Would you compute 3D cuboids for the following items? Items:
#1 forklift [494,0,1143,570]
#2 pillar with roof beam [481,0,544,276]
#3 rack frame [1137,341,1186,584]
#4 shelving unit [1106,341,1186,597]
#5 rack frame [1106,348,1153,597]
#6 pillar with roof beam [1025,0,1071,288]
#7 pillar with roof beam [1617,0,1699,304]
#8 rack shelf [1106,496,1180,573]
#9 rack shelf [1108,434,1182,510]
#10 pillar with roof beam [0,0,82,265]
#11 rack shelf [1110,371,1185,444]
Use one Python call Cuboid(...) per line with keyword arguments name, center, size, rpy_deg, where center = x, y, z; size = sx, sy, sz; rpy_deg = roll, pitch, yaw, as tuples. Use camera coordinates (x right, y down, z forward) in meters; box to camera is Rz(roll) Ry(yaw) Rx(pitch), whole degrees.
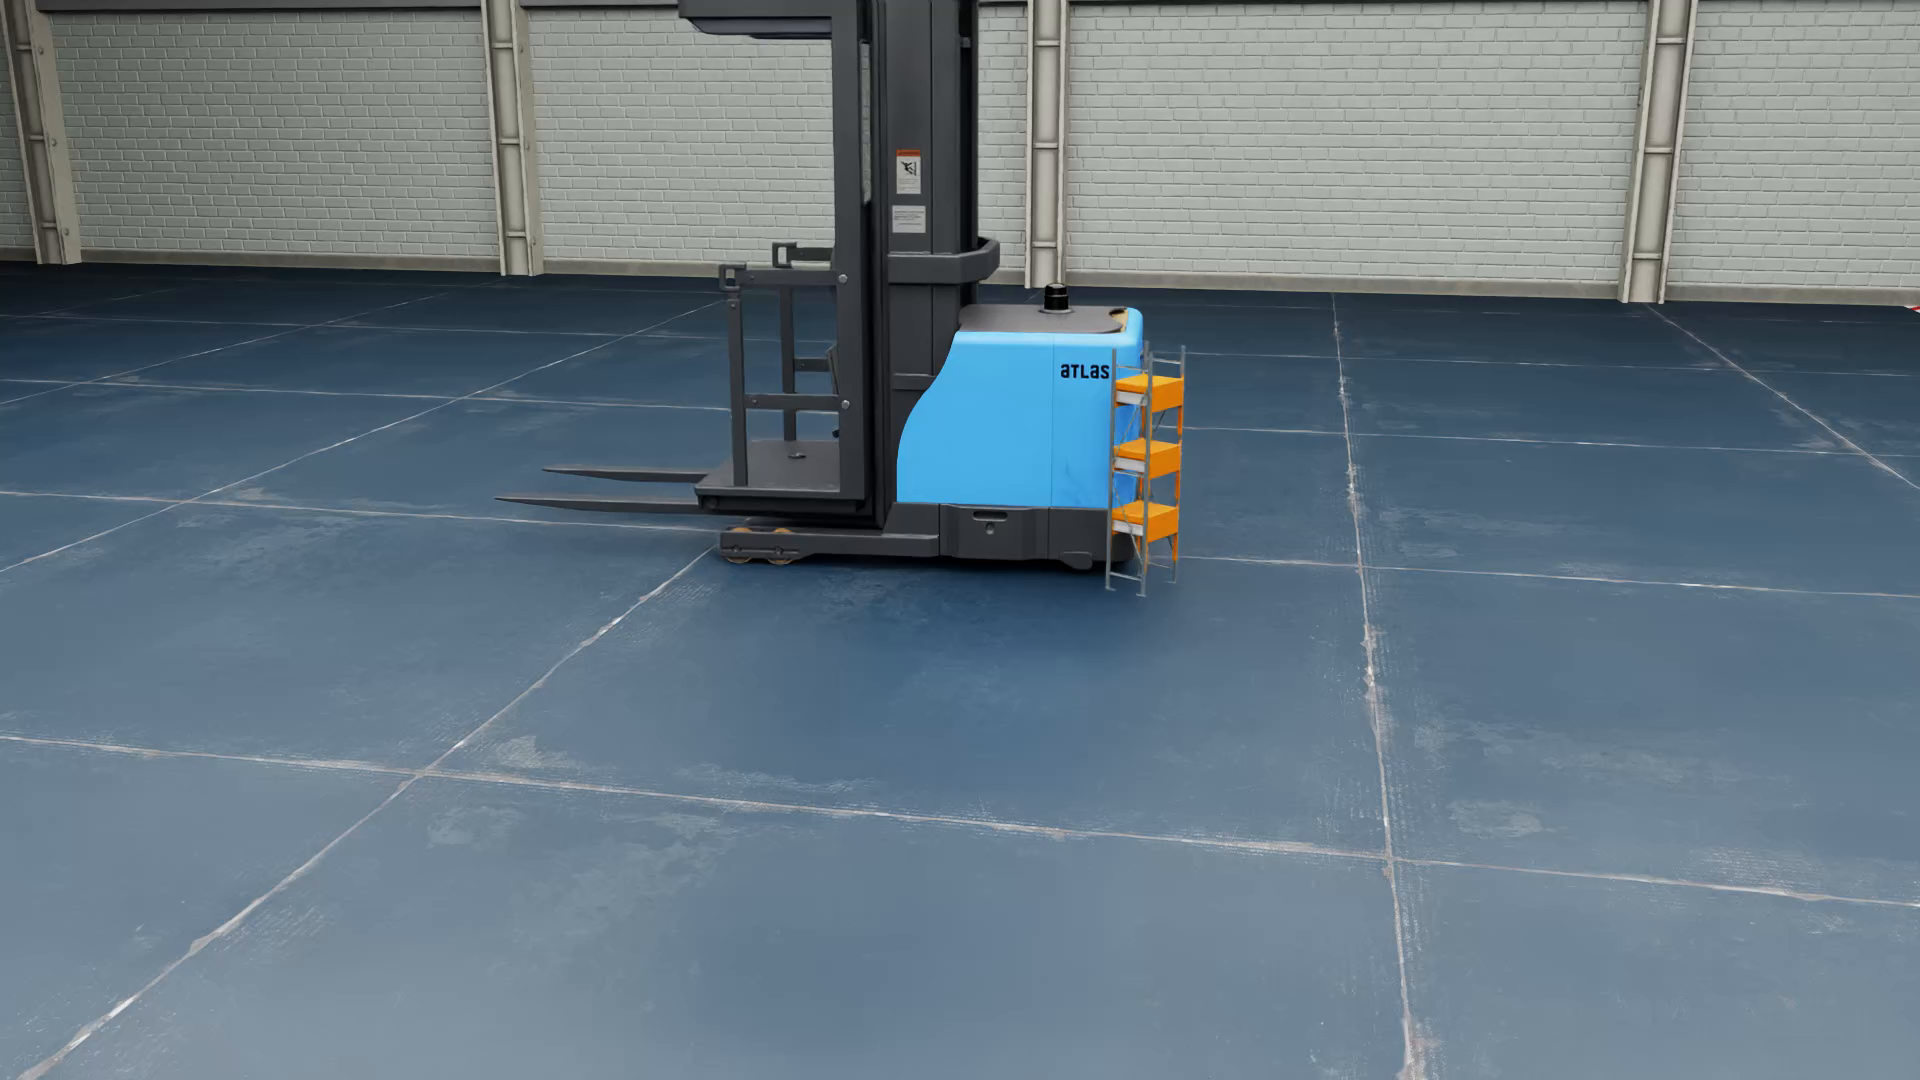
Cuboid(name="forklift", center=(-0.666, -1.434, 7.677), size=(3.031, 2.935, 1.130), rpy_deg=(2, 16, 7))
Cuboid(name="pillar with roof beam", center=(-5.827, -6.233, 13.637), size=(0.400, 9.000, 9.100), rpy_deg=(3, 16, 11))
Cuboid(name="rack frame", center=(0.871, -0.329, 7.212), size=(0.200, 1.050, 0.008), rpy_deg=(13, 20, 38))
Cuboid(name="shelving unit", center=(0.792, -0.304, 7.122), size=(0.215, 1.050, 0.252), rpy_deg=(13, 20, 38))
Cuboid(name="rack frame", center=(0.714, -0.279, 7.032), size=(0.200, 1.050, 0.008), rpy_deg=(13, 20, 38))
Cuboid(name="pillar with roof beam", center=(0.052, -5.914, 12.484), size=(0.400, 9.000, 9.100), rpy_deg=(3, 16, 11))
Cuboid(name="pillar with roof beam", center=(5.932, -5.595, 11.332), size=(0.400, 9.000, 9.100), rpy_deg=(3, 16, 11))
Cuboid(name="rack shelf", center=(0.791, -0.026, 7.199), size=(0.215, 0.259, 0.240), rpy_deg=(13, 20, 38))
Cuboid(name="rack shelf", center=(0.792, -0.294, 7.124), size=(0.215, 0.259, 0.240), rpy_deg=(13, 20, 38))
Cuboid(name="pillar with roof beam", center=(-11.707, -6.552, 14.789), size=(0.400, 9.000, 9.100), rpy_deg=(3, 16, 11))
Cuboid(name="rack shelf", center=(0.793, -0.567, 7.048), size=(0.215, 0.259, 0.240), rpy_deg=(13, 20, 38))
